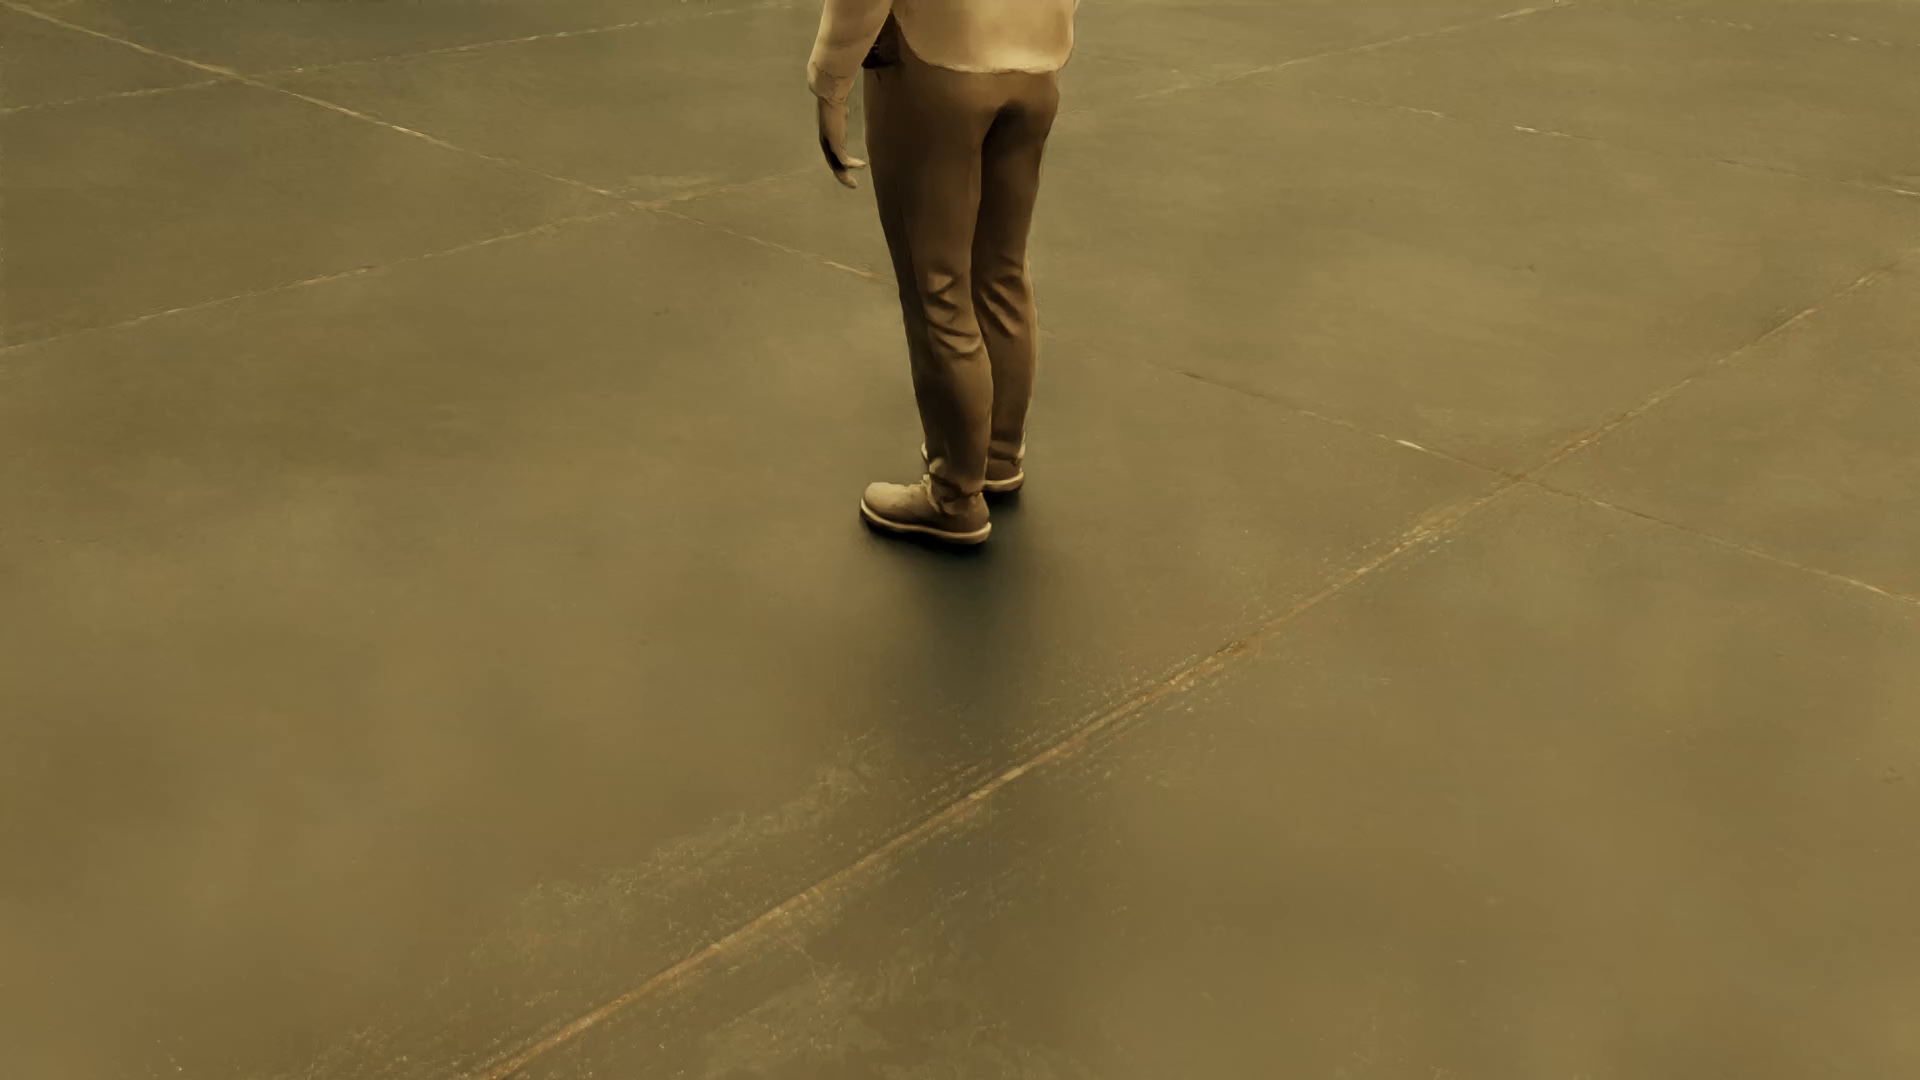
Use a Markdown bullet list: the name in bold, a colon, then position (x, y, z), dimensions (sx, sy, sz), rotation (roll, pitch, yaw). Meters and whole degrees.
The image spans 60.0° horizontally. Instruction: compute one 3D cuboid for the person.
- **person**: position (-0.043, -0.791, 2.777), dimensions (0.586, 1.695, 0.533), rotation (-24, 35, -39)
